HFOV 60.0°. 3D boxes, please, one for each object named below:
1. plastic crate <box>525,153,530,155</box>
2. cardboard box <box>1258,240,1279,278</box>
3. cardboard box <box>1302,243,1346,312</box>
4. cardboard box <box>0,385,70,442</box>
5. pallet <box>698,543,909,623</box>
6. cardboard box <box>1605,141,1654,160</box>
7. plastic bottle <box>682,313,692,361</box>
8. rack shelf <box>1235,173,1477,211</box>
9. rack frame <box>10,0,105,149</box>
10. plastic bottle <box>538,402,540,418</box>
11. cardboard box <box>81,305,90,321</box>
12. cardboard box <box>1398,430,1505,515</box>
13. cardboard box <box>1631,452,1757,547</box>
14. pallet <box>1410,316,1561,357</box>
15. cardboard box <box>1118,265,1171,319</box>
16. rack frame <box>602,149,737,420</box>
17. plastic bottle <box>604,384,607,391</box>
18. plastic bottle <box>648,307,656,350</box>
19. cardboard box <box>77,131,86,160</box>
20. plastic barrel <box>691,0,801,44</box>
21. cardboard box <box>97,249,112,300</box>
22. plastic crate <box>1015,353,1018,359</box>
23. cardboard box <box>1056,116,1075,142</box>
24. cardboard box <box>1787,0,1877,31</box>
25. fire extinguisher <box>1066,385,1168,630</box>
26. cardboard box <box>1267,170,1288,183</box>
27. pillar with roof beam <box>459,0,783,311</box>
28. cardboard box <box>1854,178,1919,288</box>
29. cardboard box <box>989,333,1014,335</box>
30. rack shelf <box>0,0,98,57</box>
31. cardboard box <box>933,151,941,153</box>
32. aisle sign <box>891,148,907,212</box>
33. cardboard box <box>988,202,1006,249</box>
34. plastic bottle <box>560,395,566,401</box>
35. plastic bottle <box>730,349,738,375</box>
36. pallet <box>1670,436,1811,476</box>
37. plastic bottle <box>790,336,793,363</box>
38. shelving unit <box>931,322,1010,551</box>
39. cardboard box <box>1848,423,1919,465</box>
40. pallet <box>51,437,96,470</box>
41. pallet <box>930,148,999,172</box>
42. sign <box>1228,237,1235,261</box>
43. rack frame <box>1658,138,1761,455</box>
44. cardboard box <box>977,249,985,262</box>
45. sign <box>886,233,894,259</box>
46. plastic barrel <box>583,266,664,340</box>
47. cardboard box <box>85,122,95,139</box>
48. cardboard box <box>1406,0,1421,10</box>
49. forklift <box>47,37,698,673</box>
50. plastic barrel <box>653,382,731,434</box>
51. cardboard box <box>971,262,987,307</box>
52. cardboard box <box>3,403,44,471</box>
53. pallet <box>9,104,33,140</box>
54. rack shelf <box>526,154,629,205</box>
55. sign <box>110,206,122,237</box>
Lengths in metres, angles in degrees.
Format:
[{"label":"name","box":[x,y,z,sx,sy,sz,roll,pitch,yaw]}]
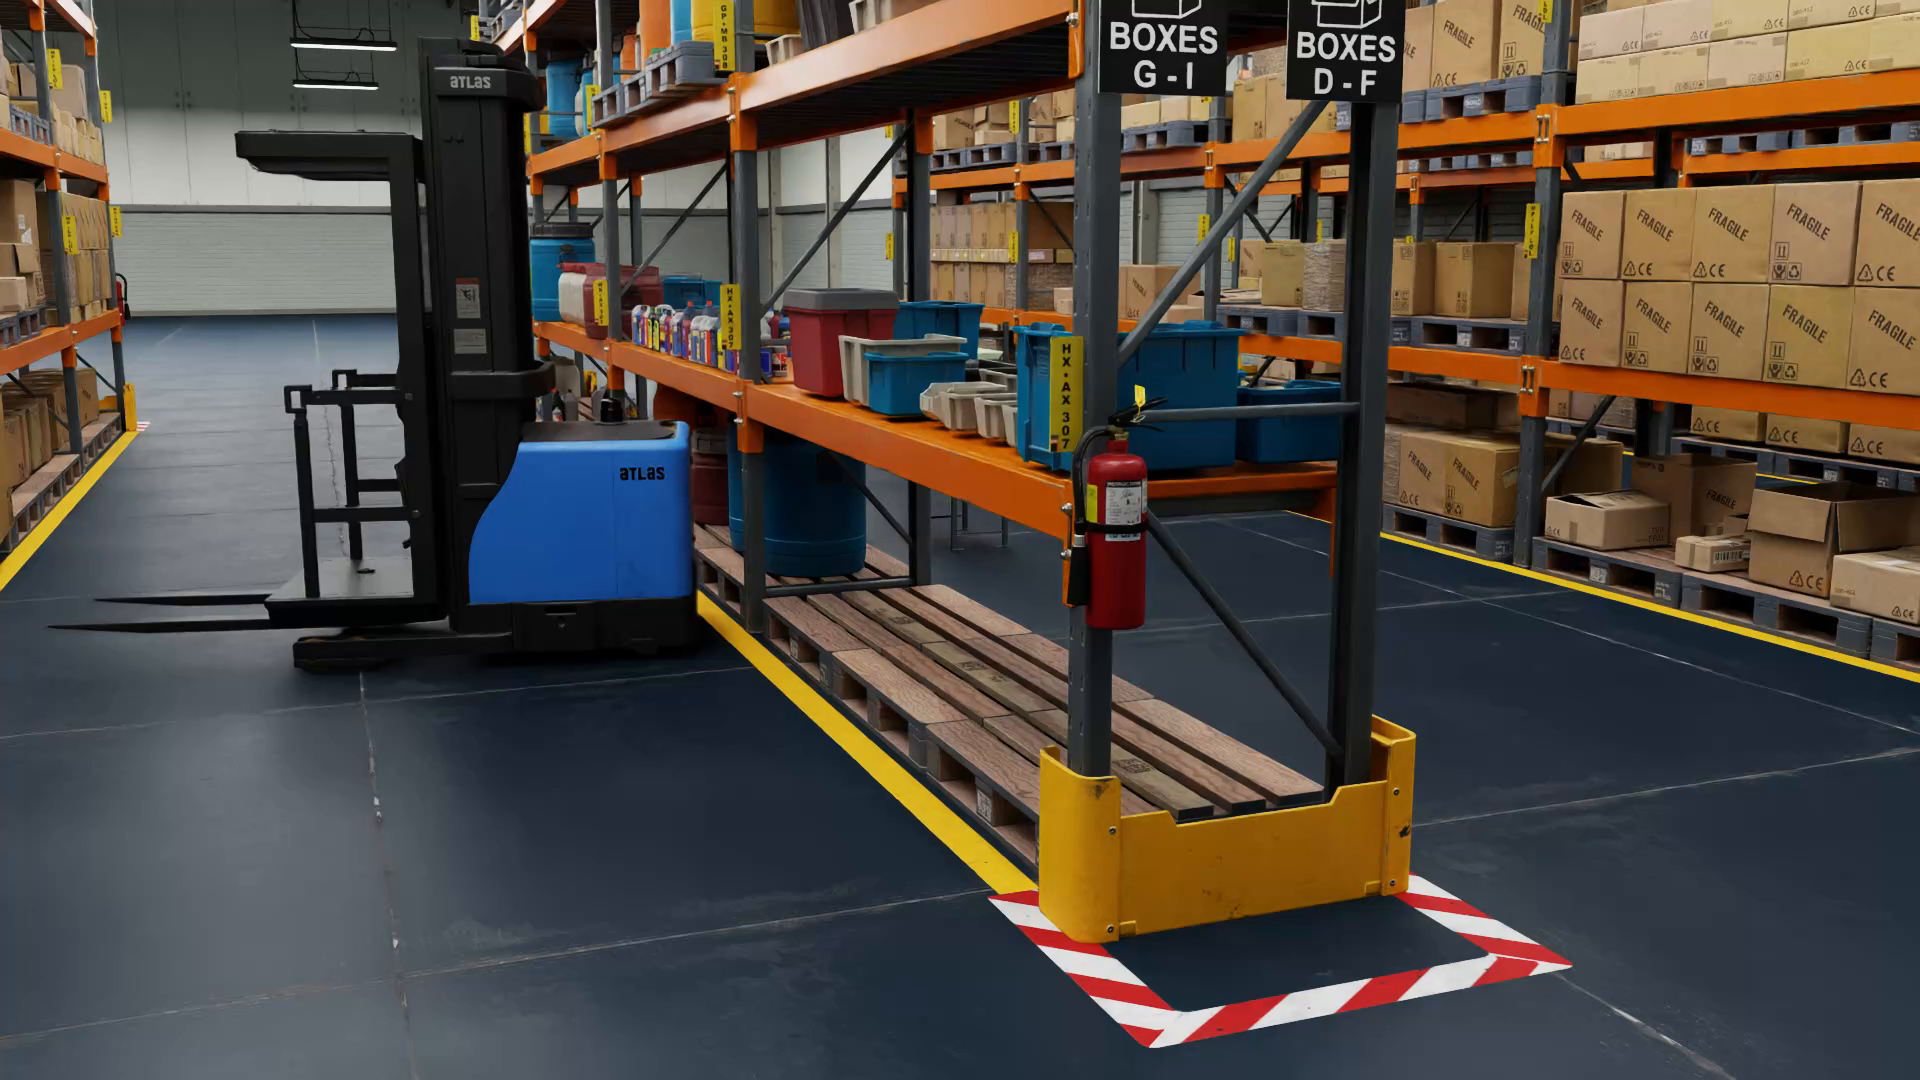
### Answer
[{"label":"plastic crate","box":[-4.499,-3.911,17.028,0.243,0.136,0.396,-4,11,-21]},{"label":"cardboard box","box":[4.306,-3.736,22.087,0.500,0.500,0.500,-4,11,-21]},{"label":"cardboard box","box":[3.014,-1.987,12.541,0.700,0.500,0.500,-2,10,-10]},{"label":"cardboard box","box":[-8.479,-1.150,15.258,0.500,0.500,0.500,0,10,-3]},{"label":"pallet","box":[-0.882,0.223,9.565,1.003,0.211,1.213,-4,11,-21]},{"label":"cardboard box","box":[6.630,-3.846,16.111,0.500,0.311,0.500,-4,11,-21]},{"label":"plastic bottle","box":[-1.660,-1.245,10.185,0.061,0.283,0.133,-4,11,-21]},{"label":"rack shelf","box":[4.968,-4.405,21.109,1.077,0.370,4.000,-4,11,-21]},{"label":"rack frame","box":[-9.607,-5.620,17.317,1.000,3.000,0.127,-4,11,-21]},{"label":"plastic bottle","box":[-4.353,-1.381,17.355,0.097,0.201,0.097,0,10,0]},{"label":"cardboard box","box":[-8.301,-2.108,15.422,0.380,0.149,0.250,-4,11,-21]},{"label":"cardboard box","box":[3.359,-0.465,11.349,0.500,0.500,0.500,-4,11,-21]},{"label":"cardboard box","box":[4.447,-0.246,10.120,0.500,0.500,0.500,-4,11,-21]},{"label":"pallet","box":[3.788,-1.378,11.151,1.003,0.211,1.213,-4,11,-21]},{"label":"cardboard box","box":[1.713,-2.396,16.040,0.500,0.500,0.500,-4,11,-21]},{"label":"rack frame","box":[-2.091,-1.674,12.268,1.000,3.000,0.127,-4,11,-21]},{"label":"plastic bottle","box":[-3.736,-1.528,17.755,0.144,0.351,0.185,-3,11,-19]},{"label":"plastic bottle","box":[-2.062,-1.426,11.202,0.061,0.283,0.133,-4,11,-21]},{"label":"cardboard box","box":[-8.646,-3.759,15.851,0.500,0.250,0.500,-4,11,-22]},{"label":"plastic barrel","box":[-1.162,-2.934,9.047,0.600,0.588,0.600,0,10,0]},{"label":"cardboard box","box":[-9.140,-2.696,16.877,0.875,0.500,0.500,-4,11,-21]},{"label":"plastic crate","box":[0.439,-0.641,6.764,0.416,0.233,0.300,-4,11,-21]},{"label":"cardboard box","box":[1.292,-4.150,16.847,0.500,0.250,0.500,-3,10,-15]},{"label":"cardboard box","box":[4.456,-2.644,8.153,0.500,0.250,0.500,-4,11,-21]},{"label":"fire extinguisher","box":[0.439,-0.093,4.666,0.296,0.674,0.183,-4,11,-21]},{"label":"cardboard box","box":[4.293,-4.984,21.969,0.500,0.500,0.500,-3,11,-17]},{"label":"pillar with roof beam","box":[-9.580,-11.127,48.278,9.100,9.000,0.548,-4,11,-21]},{"label":"cardboard box","box":[4.632,-1.446,7.842,0.500,0.500,0.500,-4,11,-19]},{"label":"cardboard box","box":[0.656,-2.204,19.754,0.500,0.500,0.500,-4,11,-21]},{"label":"rack shelf","box":[-8.882,-4.937,15.545,1.077,0.370,4.000,-4,11,-21]},{"label":"cardboard box","box":[-0.110,-4.720,19.941,0.380,0.149,0.250,-4,11,-21]},{"label":"aisle sign","box":[-0.681,-4.565,21.096,0.394,0.787,0.004,-4,11,-21]},{"label":"cardboard box","box":[0.726,-3.483,18.448,0.700,0.500,0.500,-4,11,-21]},{"label":"plastic bottle","box":[-3.983,-1.335,16.879,0.152,0.276,0.135,-4,11,-21]},{"label":"plastic bottle","box":[-1.212,-1.043,9.050,0.061,0.283,0.133,-4,11,-21]},{"label":"pallet","box":[7.358,-0.797,15.297,1.003,0.211,1.213,-4,11,-21]},{"label":"plastic bottle","box":[-0.932,-1.202,9.965,0.152,0.276,0.135,-4,11,-21]},{"label":"shelving unit","box":[-0.002,-0.739,11.295,0.431,1.500,0.755,-4,11,-21]},{"label":"cardboard box","box":[7.910,-1.041,13.648,0.750,0.750,0.750,-4,11,-19]},{"label":"pallet","box":[-8.433,-0.747,15.020,1.003,0.211,1.213,-4,11,-21]},{"label":"pallet","box":[0.306,-4.411,19.339,1.003,0.211,1.213,-4,11,-21]},{"label":"sign","box":[3.738,-4.001,22.874,0.100,0.325,0.005,-4,11,-21]},{"label":"rack frame","box":[7.142,-2.303,15.803,1.000,3.000,0.127,-4,11,-21]},{"label":"cardboard box","box":[0.412,-3.207,18.744,0.380,0.149,0.250,-4,11,-21]},{"label":"sign","box":[-0.892,-3.725,21.098,0.100,0.325,0.005,-4,11,-21]},{"label":"plastic barrel","box":[-2.542,-1.798,12.574,0.600,0.536,0.708,-4,11,-21]},{"label":"cardboard box","box":[-8.916,-4.113,16.700,0.380,0.149,0.250,-4,11,-21]},{"label":"cardboard box","box":[3.049,-3.768,12.334,0.500,0.500,0.500,-4,11,-21]},{"label":"forklift","box":[-2.862,-0.911,8.172,3.031,2.935,1.130,-1,10,-8]},{"label":"plastic barrel","box":[-1.898,-0.734,11.979,0.600,0.830,0.708,-4,11,-21]},{"label":"cardboard box","box":[0.535,-2.930,19.042,0.700,0.500,0.500,-4,11,-20]},{"label":"cardboard box","box":[-7.799,-0.818,13.337,0.700,0.500,0.500,-4,11,-21]},{"label":"pallet","box":[-7.654,-3.121,12.370,1.213,0.211,1.003,-4,11,-21]},{"label":"rack shelf","box":[-4.265,-3.776,17.574,1.077,0.370,4.000,-4,11,-21]},{"label":"sign","box":[-9.082,-3.423,17.893,0.100,0.325,0.005,-4,11,-21]}]
